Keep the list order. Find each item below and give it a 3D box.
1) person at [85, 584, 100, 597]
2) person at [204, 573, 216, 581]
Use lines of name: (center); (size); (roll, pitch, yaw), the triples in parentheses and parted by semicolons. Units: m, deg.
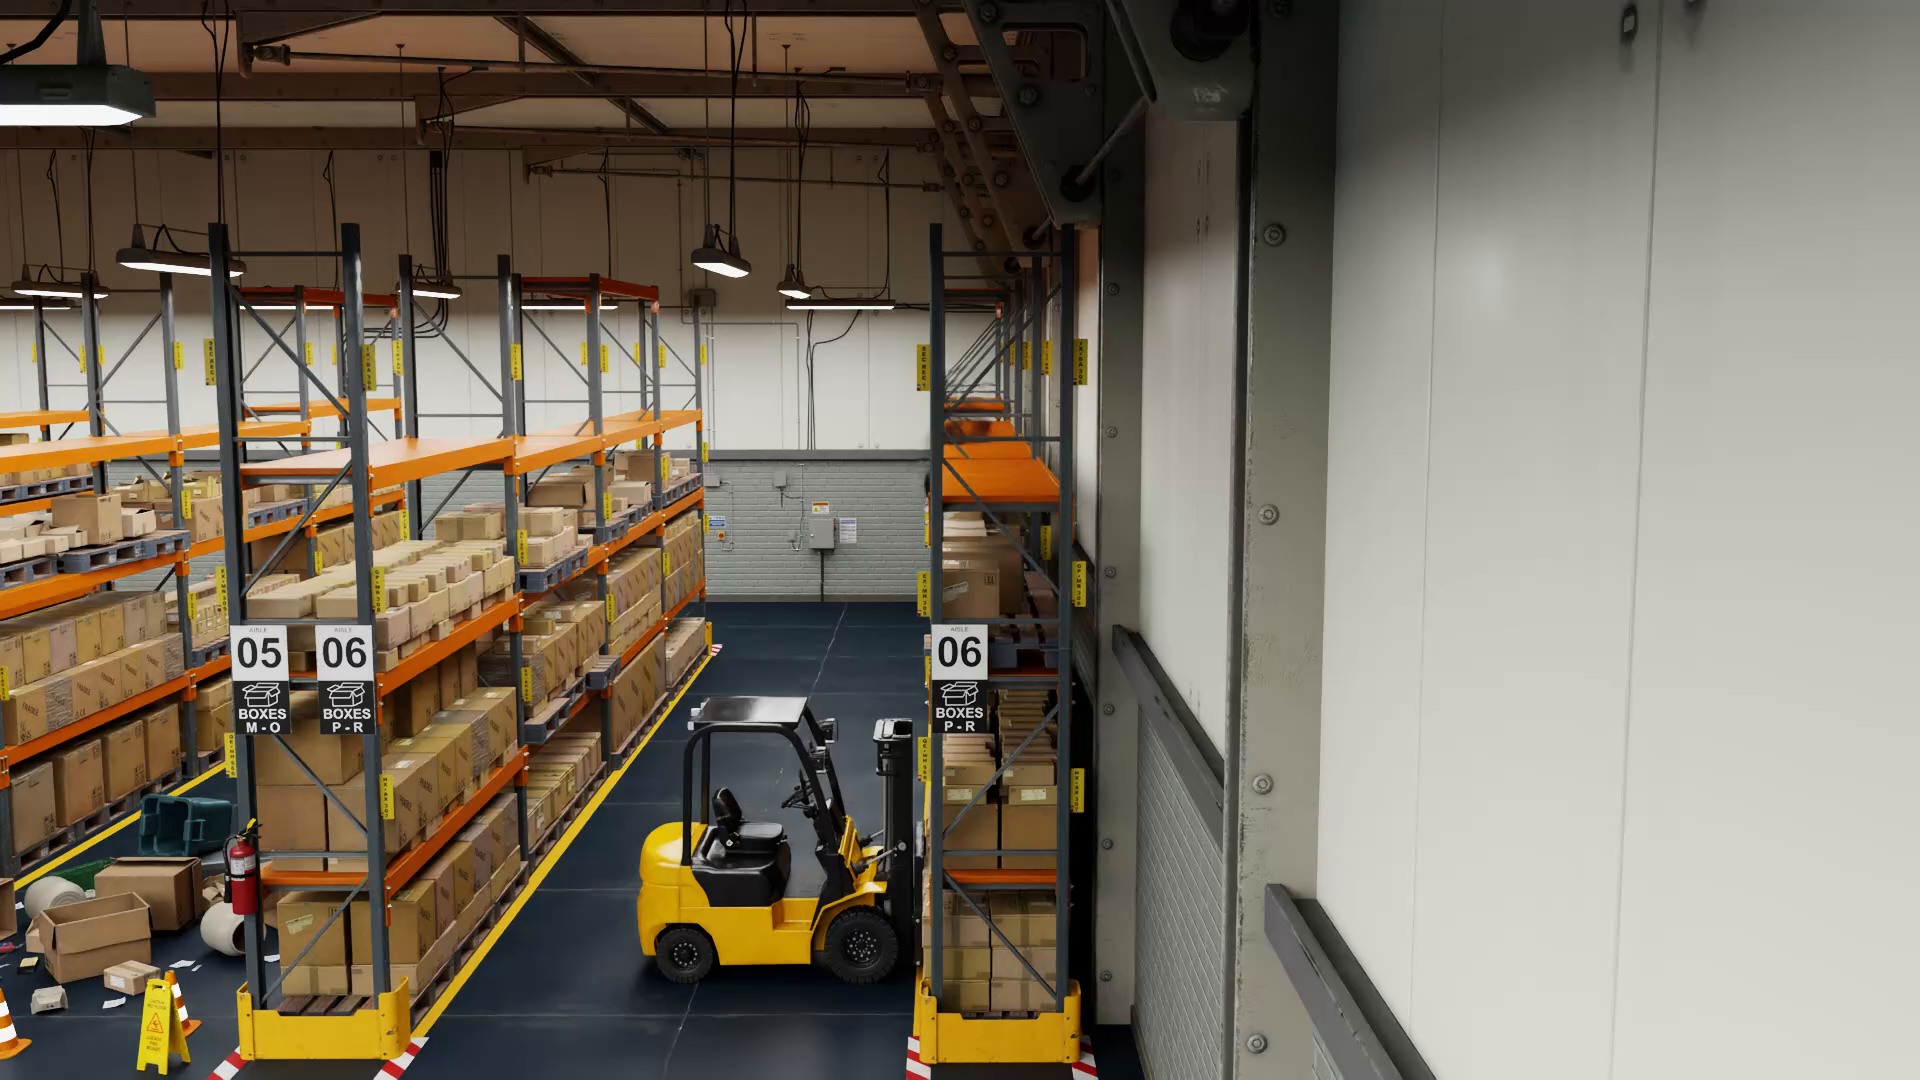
person: (-12.892, 1.389, 24.953); (0.633, 1.767, 0.689); (0, 7, 0)
person: (-11.566, 1.343, 25.787); (0.682, 1.691, 0.614); (0, 7, 3)
